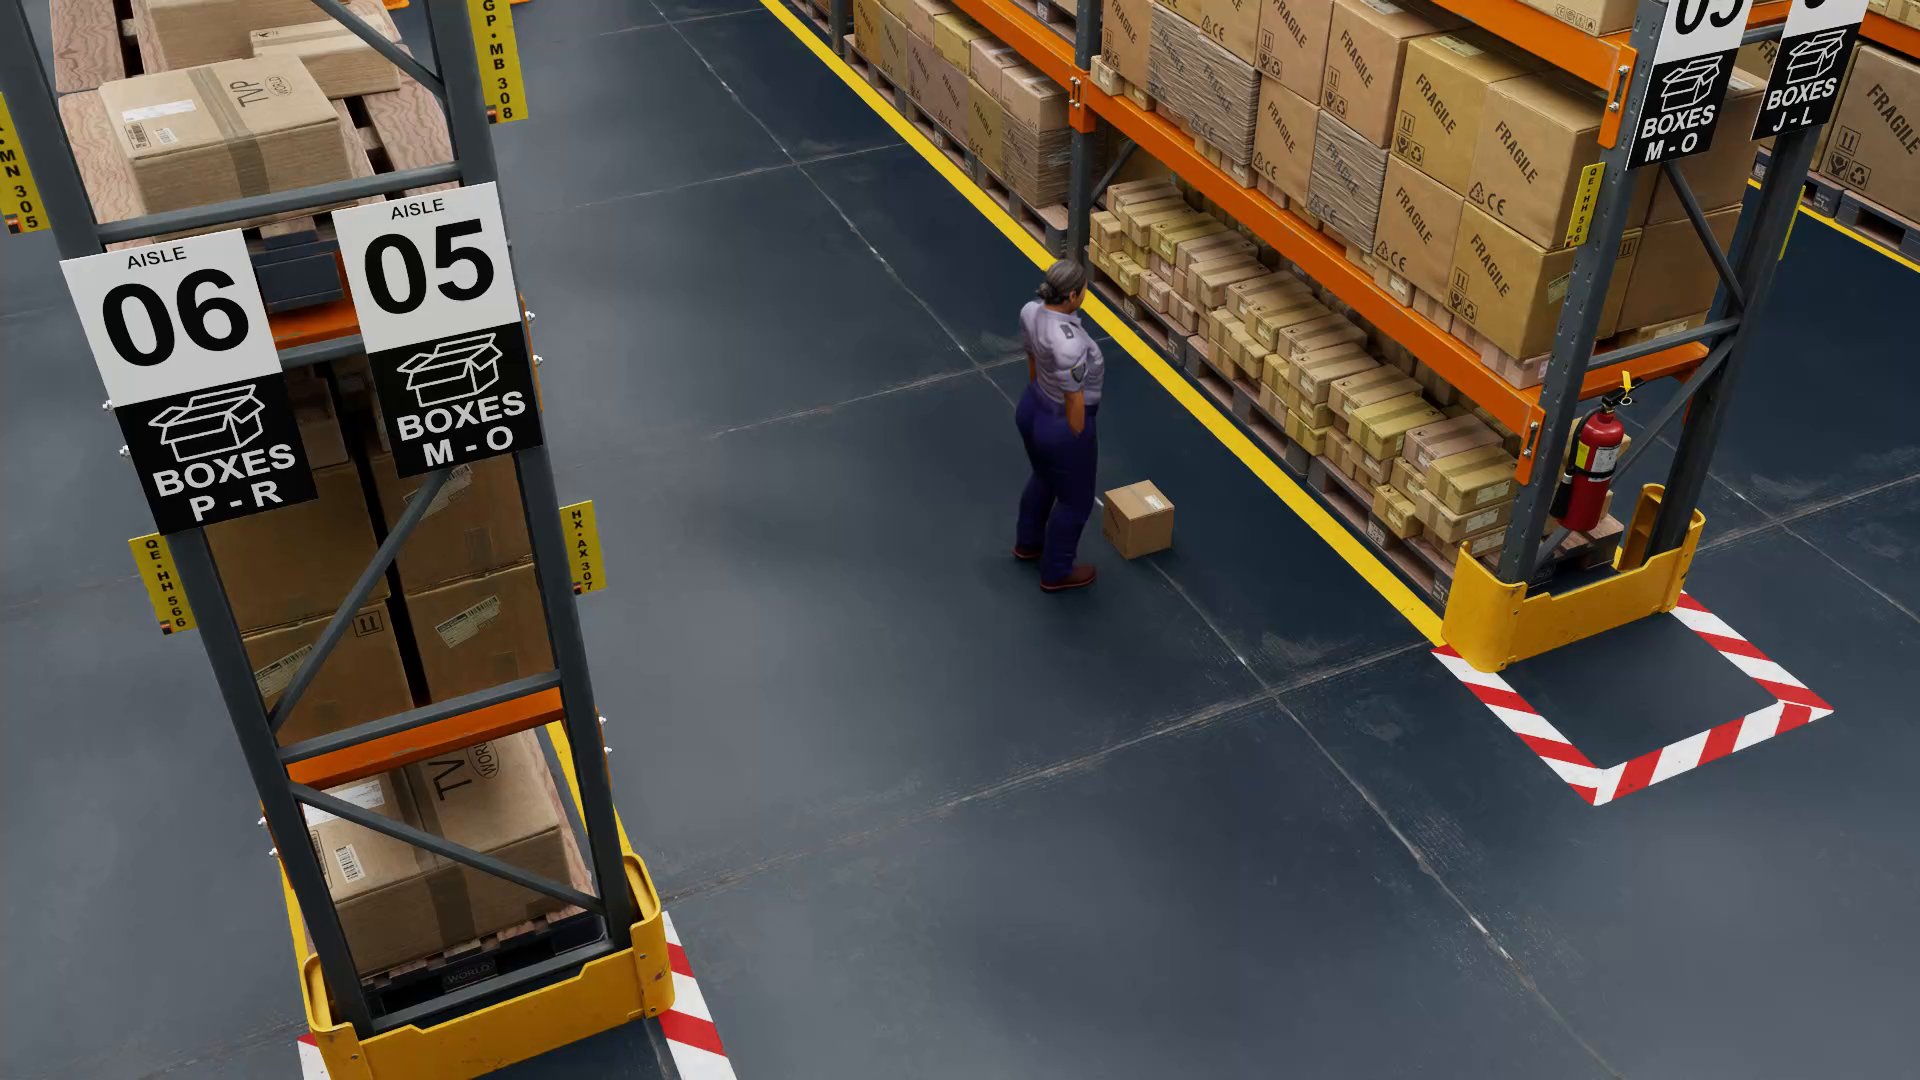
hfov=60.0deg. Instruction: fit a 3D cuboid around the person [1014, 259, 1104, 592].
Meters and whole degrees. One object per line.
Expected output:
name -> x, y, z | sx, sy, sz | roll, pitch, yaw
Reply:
person -> 0.445, -0.527, 7.579 | 0.340, 1.634, 0.472 | -15, 40, -19
